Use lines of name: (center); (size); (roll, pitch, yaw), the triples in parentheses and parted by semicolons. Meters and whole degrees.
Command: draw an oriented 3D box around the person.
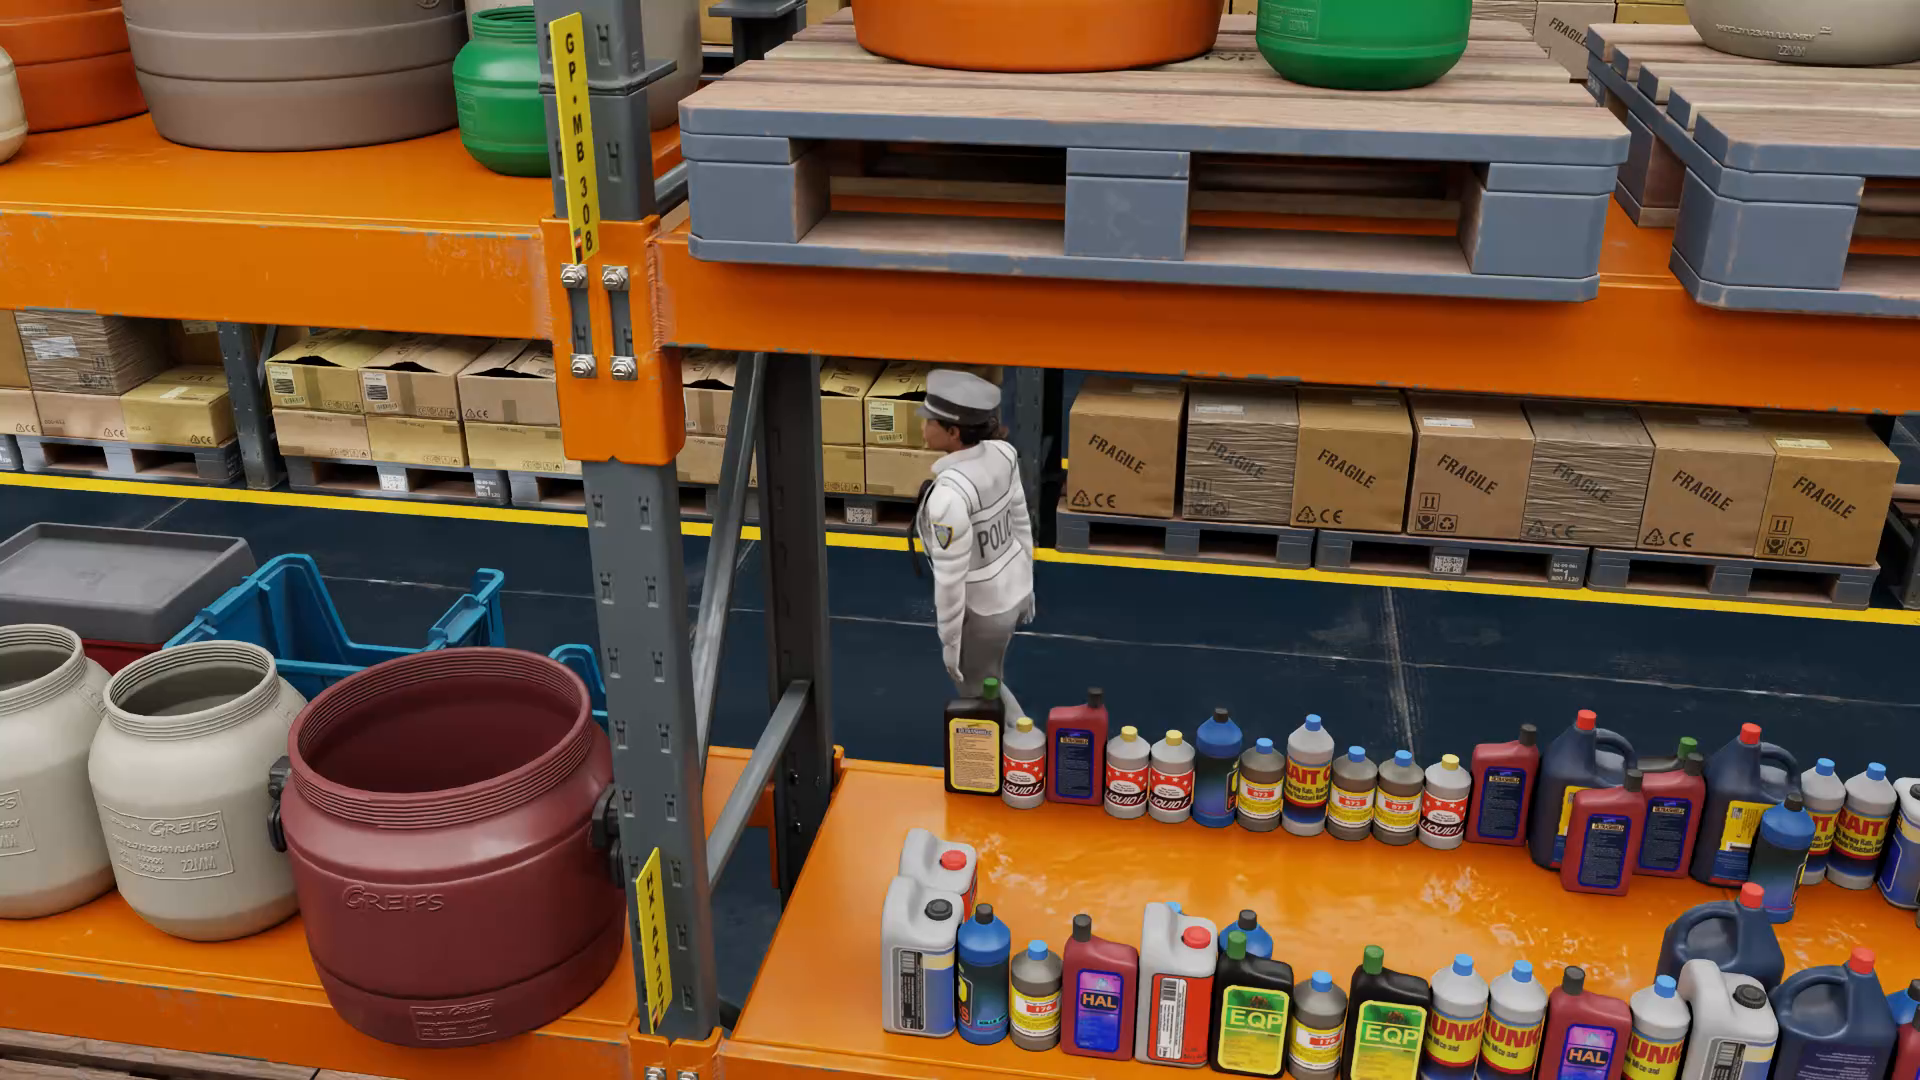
person: (0.091, 0.240, 5.549); (0.459, 1.668, 0.524); (11, 27, 23)
